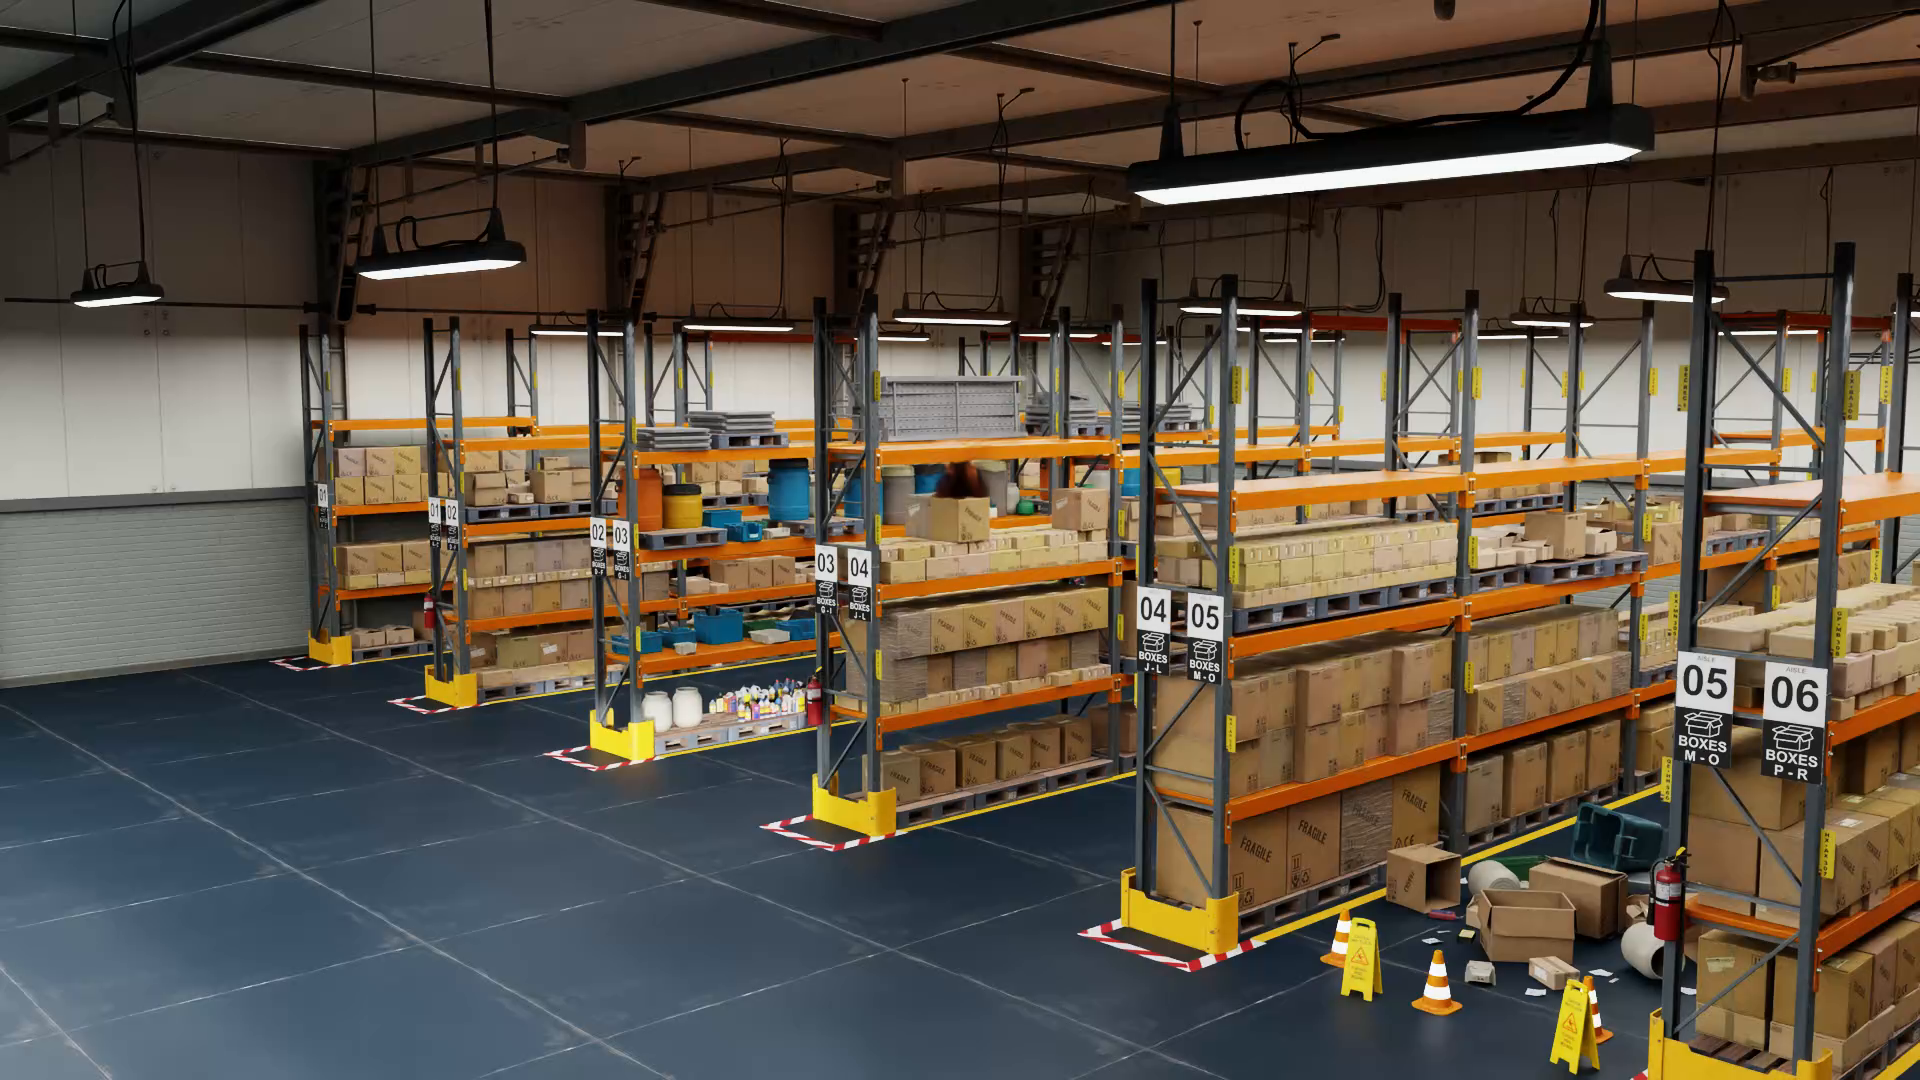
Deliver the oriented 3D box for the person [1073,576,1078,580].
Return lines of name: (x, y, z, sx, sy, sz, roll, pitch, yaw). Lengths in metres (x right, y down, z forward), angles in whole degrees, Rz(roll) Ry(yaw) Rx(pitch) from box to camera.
person: (3.079, 0.357, 39.375, 0.589, 1.612, 1.044, -5, 8, -42)

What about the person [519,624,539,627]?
person: (-7.495, 1.388, 28.959, 0.632, 1.753, 0.731, 4, 7, 35)
